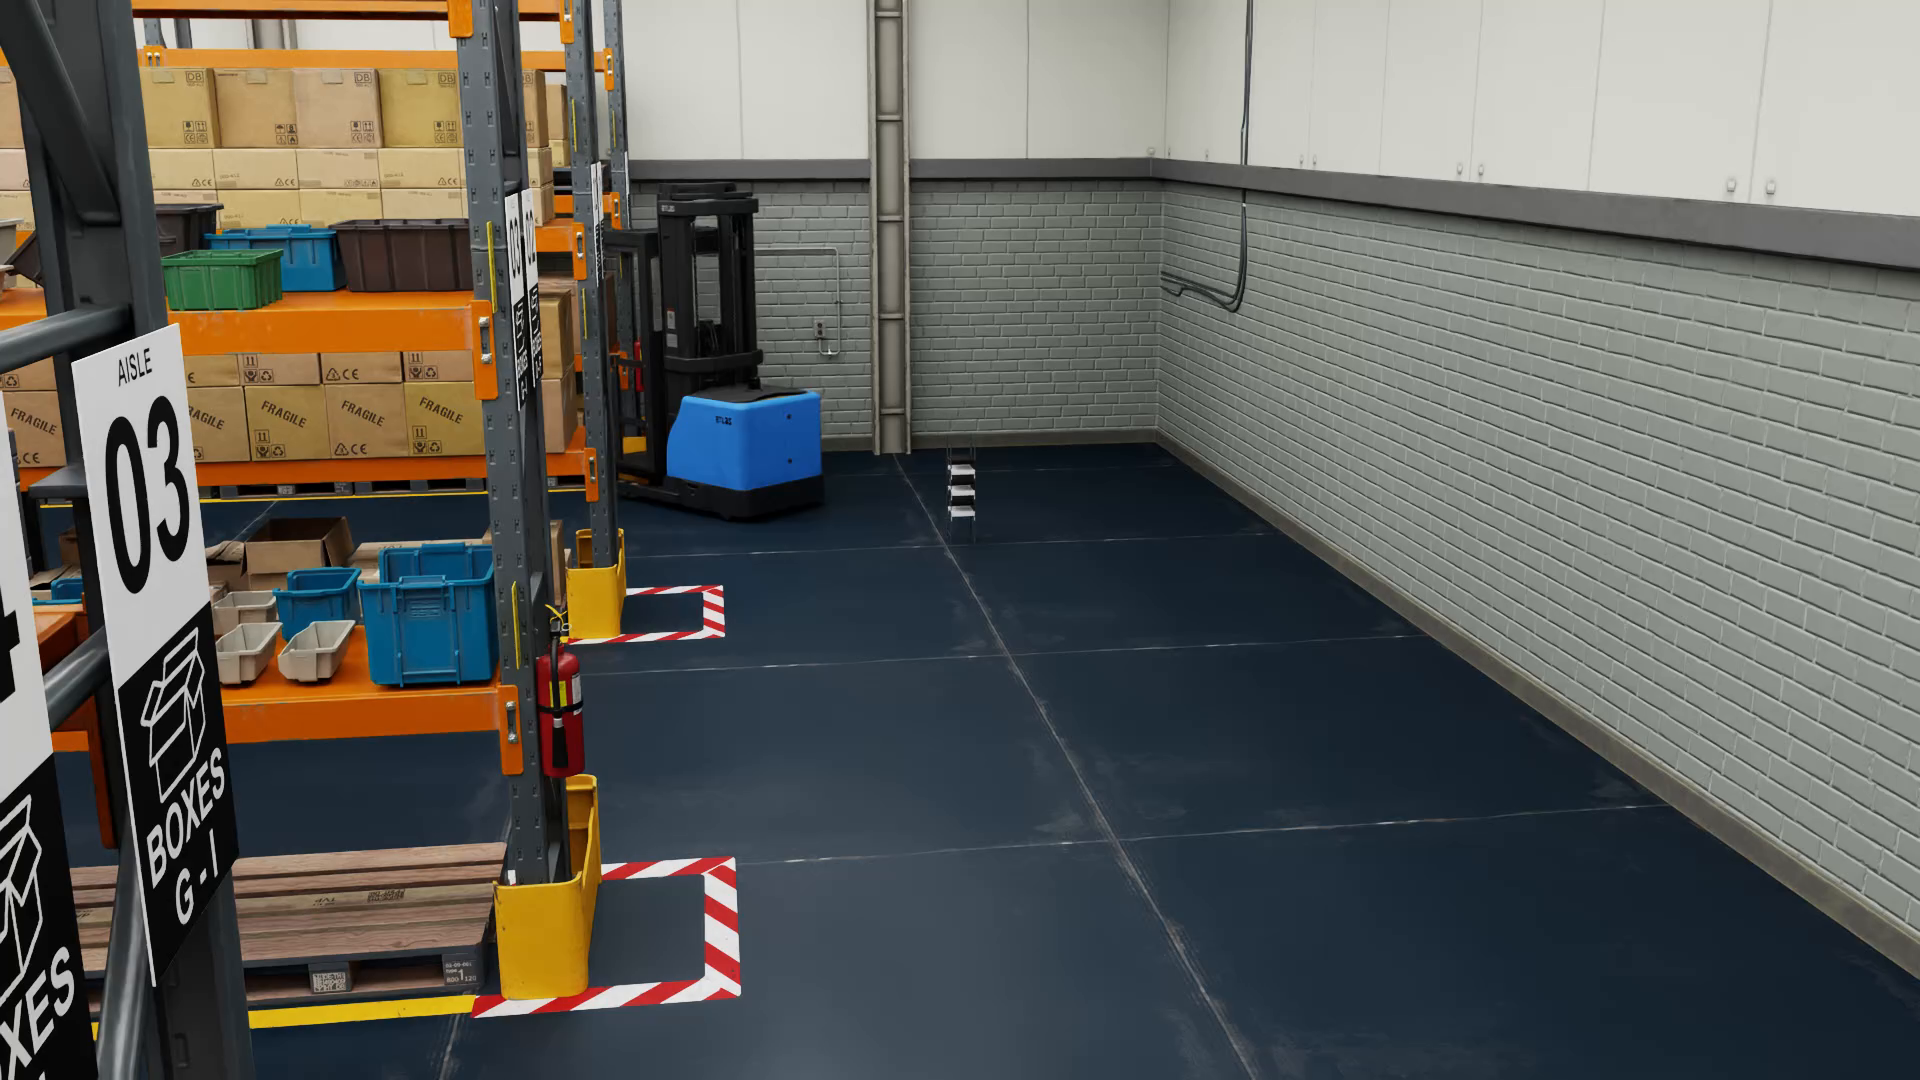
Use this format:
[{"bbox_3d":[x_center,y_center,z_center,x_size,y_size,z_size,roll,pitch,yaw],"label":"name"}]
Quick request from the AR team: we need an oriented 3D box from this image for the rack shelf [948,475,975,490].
[{"bbox_3d":[0.008,-0.492,14.100,0.200,0.077,0.258,-2,14,-8],"label":"rack shelf"}]

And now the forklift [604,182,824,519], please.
[{"bbox_3d":[-2.696,-1.883,15.705,3.031,2.935,1.130,12,19,40],"label":"forklift"}]

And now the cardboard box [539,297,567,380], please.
[{"bbox_3d":[-2.940,-1.366,11.242,0.500,0.500,0.500,-2,14,-9],"label":"cardboard box"}]

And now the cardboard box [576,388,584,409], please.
[{"bbox_3d":[-3.866,-1.416,16.642,0.250,0.149,0.380,-2,14,-8],"label":"cardboard box"}]

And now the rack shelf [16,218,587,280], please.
[{"bbox_3d":[-4.519,-1.949,11.138,4.000,0.370,1.077,-2,14,-8],"label":"rack shelf"}]

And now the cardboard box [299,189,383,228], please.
[{"bbox_3d":[-3.998,-2.178,10.884,0.500,0.250,0.500,-2,14,-8],"label":"cardboard box"}]

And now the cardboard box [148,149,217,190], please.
[{"bbox_3d":[-4.988,-2.386,10.686,0.500,0.250,0.500,-2,14,-8],"label":"cardboard box"}]

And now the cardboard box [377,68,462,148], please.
[{"bbox_3d":[-3.554,-2.883,11.124,0.500,0.500,0.700,-2,14,-8],"label":"cardboard box"}]

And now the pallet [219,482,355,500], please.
[{"bbox_3d":[-6.474,-0.618,16.251,1.213,0.211,1.003,-2,14,-8],"label":"pallet"}]

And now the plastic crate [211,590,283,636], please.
[{"bbox_3d":[-3.100,0.321,7.192,0.298,0.136,0.250,-2,14,-8],"label":"plastic crate"}]

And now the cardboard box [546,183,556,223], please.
[{"bbox_3d":[-3.087,-2.340,11.527,0.500,0.250,0.500,-2,14,-8],"label":"cardboard box"}]

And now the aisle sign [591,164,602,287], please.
[{"bbox_3d":[-2.428,-2.105,11.104,0.004,0.787,0.394,-2,14,-8],"label":"aisle sign"}]

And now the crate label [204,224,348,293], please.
[{"bbox_3d":[-2.767,-1.151,6.782,0.502,0.251,0.408,-2,14,-8],"label":"crate label"}]

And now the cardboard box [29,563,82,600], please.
[{"bbox_3d":[-6.049,0.358,11.253,0.500,0.311,0.500,-2,14,-8],"label":"cardboard box"}]

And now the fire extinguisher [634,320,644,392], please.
[{"bbox_3d":[-3.065,-1.783,16.089,0.183,0.674,0.296,-2,14,-8],"label":"fire extinguisher"}]

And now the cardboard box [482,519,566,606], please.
[{"bbox_3d":[-3.042,0.163,11.640,0.500,0.500,0.500,-2,14,-8],"label":"cardboard box"}]

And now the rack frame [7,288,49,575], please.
[{"bbox_3d":[-6.496,-0.770,11.126,0.127,3.000,1.000,-2,14,-8],"label":"rack frame"}]

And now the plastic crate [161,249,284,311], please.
[{"bbox_3d":[-2.739,-0.971,6.197,0.336,0.188,0.450,-2,14,-8],"label":"plastic crate"}]

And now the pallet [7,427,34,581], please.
[{"bbox_3d":[-1.801,0.085,1.731,1.213,0.211,1.003,-2,14,-8],"label":"pallet"}]

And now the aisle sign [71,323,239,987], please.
[{"bbox_3d":[-1.042,0.132,2.184,0.004,0.787,0.394,-2,14,-8],"label":"aisle sign"}]

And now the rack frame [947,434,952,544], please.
[{"bbox_3d":[-0.093,-0.433,14.099,0.006,0.900,0.240,-2,14,-8],"label":"rack frame"}]

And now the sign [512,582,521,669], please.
[{"bbox_3d":[-1.709,0.329,6.407,0.005,0.325,0.100,-2,14,-8],"label":"sign"}]

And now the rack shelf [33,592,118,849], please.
[{"bbox_3d":[-3.047,0.434,1.636,4.000,0.370,1.077,-2,14,-8],"label":"rack shelf"}]

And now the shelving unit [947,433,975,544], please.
[{"bbox_3d":[0.008,-0.437,14.114,0.210,0.900,0.258,-2,14,-8],"label":"shelving unit"}]

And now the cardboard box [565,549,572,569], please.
[{"bbox_3d":[-3.006,0.187,12.266,0.250,0.149,0.380,-2,14,-8],"label":"cardboard box"}]

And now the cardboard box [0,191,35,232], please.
[{"bbox_3d":[-5.979,-2.110,10.612,0.500,0.250,0.500,-2,14,-8],"label":"cardboard box"}]

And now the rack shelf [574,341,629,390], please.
[{"bbox_3d":[-5.260,-1.685,16.253,4.000,0.370,1.077,-2,14,-8],"label":"rack shelf"}]

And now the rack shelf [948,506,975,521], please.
[{"bbox_3d":[0.008,-0.230,14.165,0.200,0.077,0.258,-2,14,-8],"label":"rack shelf"}]

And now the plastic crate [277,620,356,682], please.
[{"bbox_3d":[-2.586,0.448,6.686,0.243,0.136,0.396,-2,14,-8],"label":"plastic crate"}]

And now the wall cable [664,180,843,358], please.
[{"bbox_3d":[-2.157,-2.873,17.424,1.851,1.984,0.084,-2,14,-8],"label":"wall cable"}]

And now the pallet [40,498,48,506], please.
[{"bbox_3d":[-9.199,-0.518,15.853,1.213,0.211,1.003,-2,14,-8],"label":"pallet"}]

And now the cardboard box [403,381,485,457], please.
[{"bbox_3d":[-3.456,-0.862,11.288,0.500,0.500,0.500,-2,14,-8],"label":"cardboard box"}]

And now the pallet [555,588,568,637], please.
[{"bbox_3d":[-3.404,0.470,11.916,1.213,0.211,1.003,-2,14,-8],"label":"pallet"}]

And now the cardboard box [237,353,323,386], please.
[{"bbox_3d":[-4.459,-1.309,11.015,0.500,0.500,0.500,-2,14,-7],"label":"cardboard box"}]

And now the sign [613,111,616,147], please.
[{"bbox_3d":[-3.216,-3.821,15.469,0.005,0.325,0.100,-2,14,-8],"label":"sign"}]

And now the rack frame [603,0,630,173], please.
[{"bbox_3d":[-3.283,-5.016,15.725,0.127,3.000,1.000,-2,14,-8],"label":"rack frame"}]

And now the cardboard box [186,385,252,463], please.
[{"bbox_3d":[-4.951,-0.808,11.073,0.500,0.500,0.500,-2,14,-9],"label":"cardboard box"}]

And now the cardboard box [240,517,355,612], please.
[{"bbox_3d":[-4.639,0.158,11.653,0.637,0.503,0.797,-2,14,-8],"label":"cardboard box"}]

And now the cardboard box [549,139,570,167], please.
[{"bbox_3d":[-3.967,-3.650,15.685,0.500,0.250,0.500,-2,14,-7],"label":"cardboard box"}]

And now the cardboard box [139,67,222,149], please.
[{"bbox_3d":[-5.012,-2.789,10.749,0.500,0.500,0.700,-2,14,-8],"label":"cardboard box"}]

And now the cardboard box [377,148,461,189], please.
[{"bbox_3d":[-3.505,-2.442,10.905,0.500,0.250,0.500,-2,14,-8],"label":"cardboard box"}]

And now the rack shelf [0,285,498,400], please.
[{"bbox_3d":[-3.784,-0.757,6.386,4.000,0.370,1.077,-2,14,-8],"label":"rack shelf"}]

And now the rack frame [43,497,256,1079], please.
[{"bbox_3d":[-1.069,1.468,2.202,0.127,3.000,1.000,-2,14,-8],"label":"rack frame"}]

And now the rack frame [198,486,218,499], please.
[{"bbox_3d":[-7.238,-1.961,15.877,0.127,3.000,1.000,-2,14,-8],"label":"rack frame"}]

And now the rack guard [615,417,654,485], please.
[{"bbox_3d":[-3.259,-0.895,16.762,0.348,0.500,1.175,-2,14,-8],"label":"rack guard"}]
